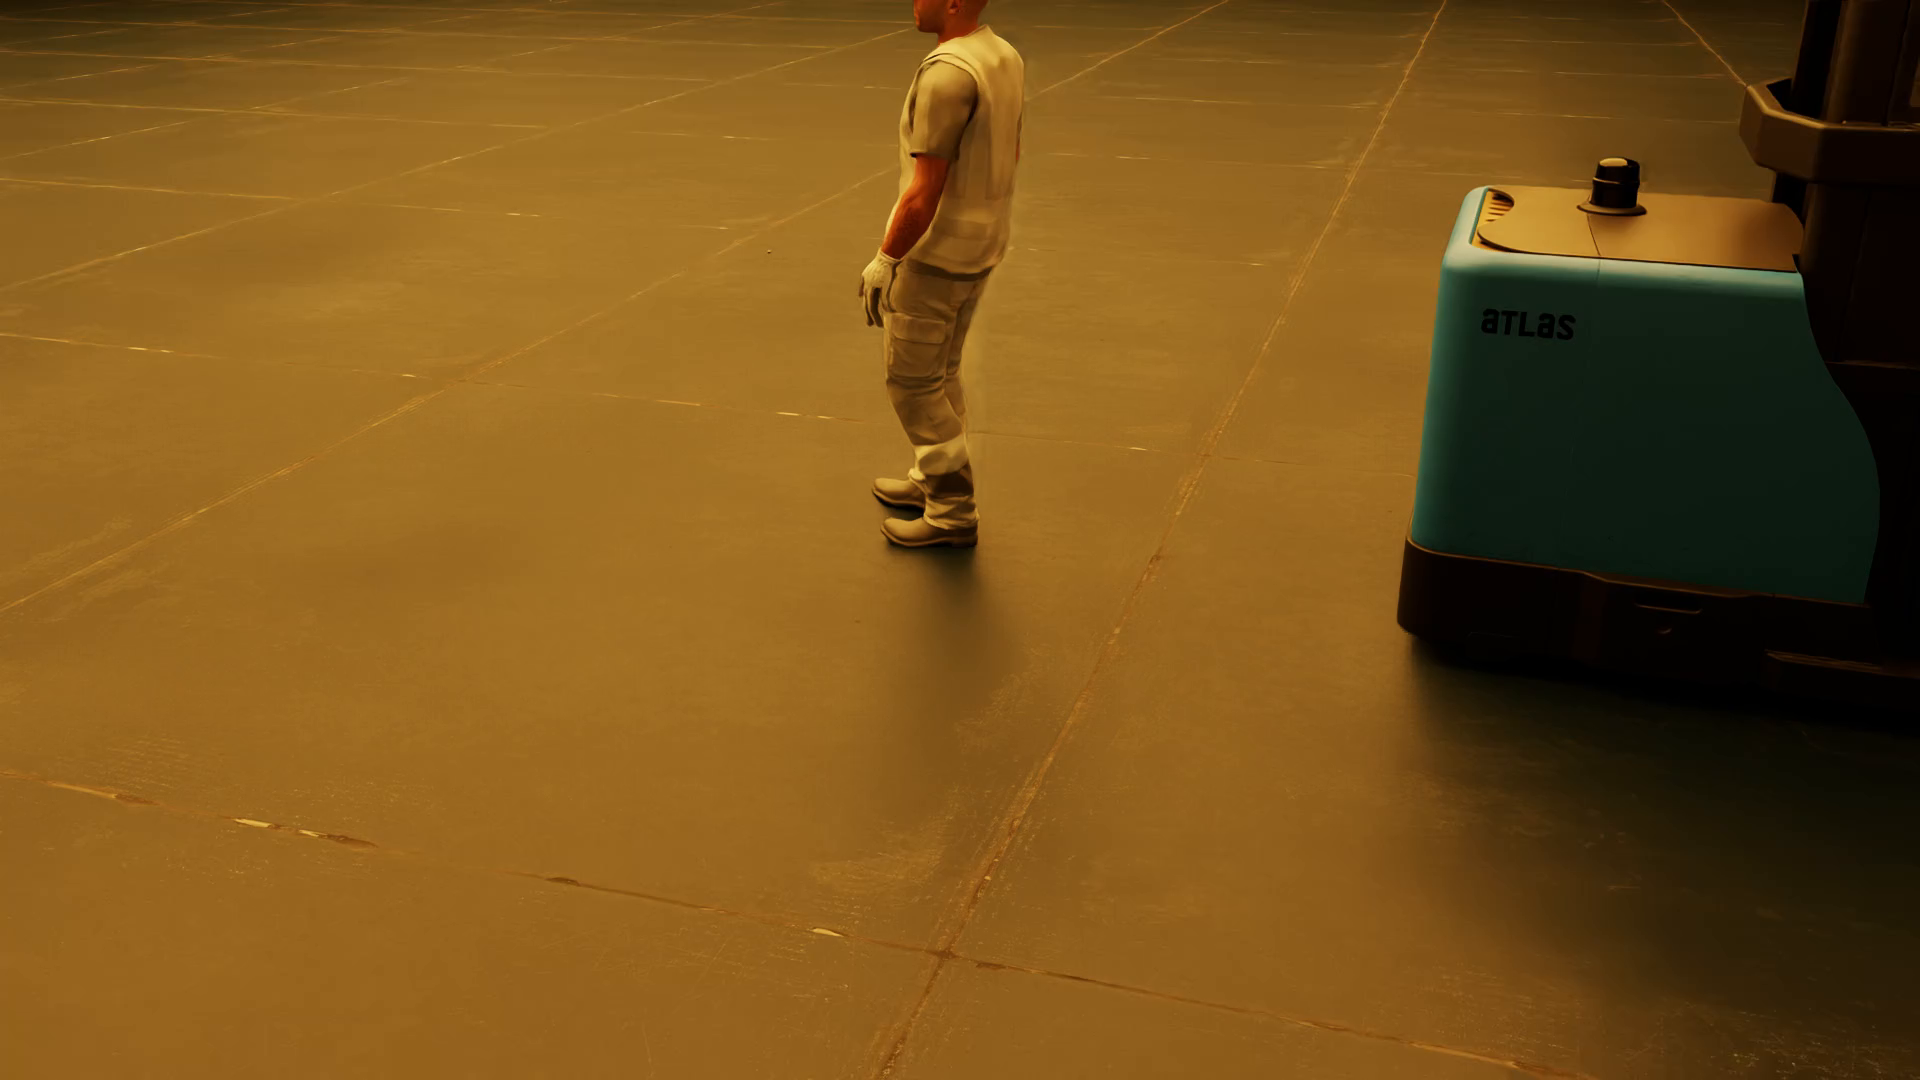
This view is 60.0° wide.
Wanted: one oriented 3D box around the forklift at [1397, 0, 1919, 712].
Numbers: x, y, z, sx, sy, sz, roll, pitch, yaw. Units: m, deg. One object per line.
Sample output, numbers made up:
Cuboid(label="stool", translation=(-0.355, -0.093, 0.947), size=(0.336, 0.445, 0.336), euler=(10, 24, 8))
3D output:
Cuboid(label="forklift", translation=(2.732, -1.042, 3.803), size=(3.031, 2.935, 1.130), euler=(8, 24, 18))

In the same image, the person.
Cuboid(label="person", translation=(-0.122, -0.828, 4.809), size=(0.566, 1.777, 0.666), euler=(9, 24, 20))
